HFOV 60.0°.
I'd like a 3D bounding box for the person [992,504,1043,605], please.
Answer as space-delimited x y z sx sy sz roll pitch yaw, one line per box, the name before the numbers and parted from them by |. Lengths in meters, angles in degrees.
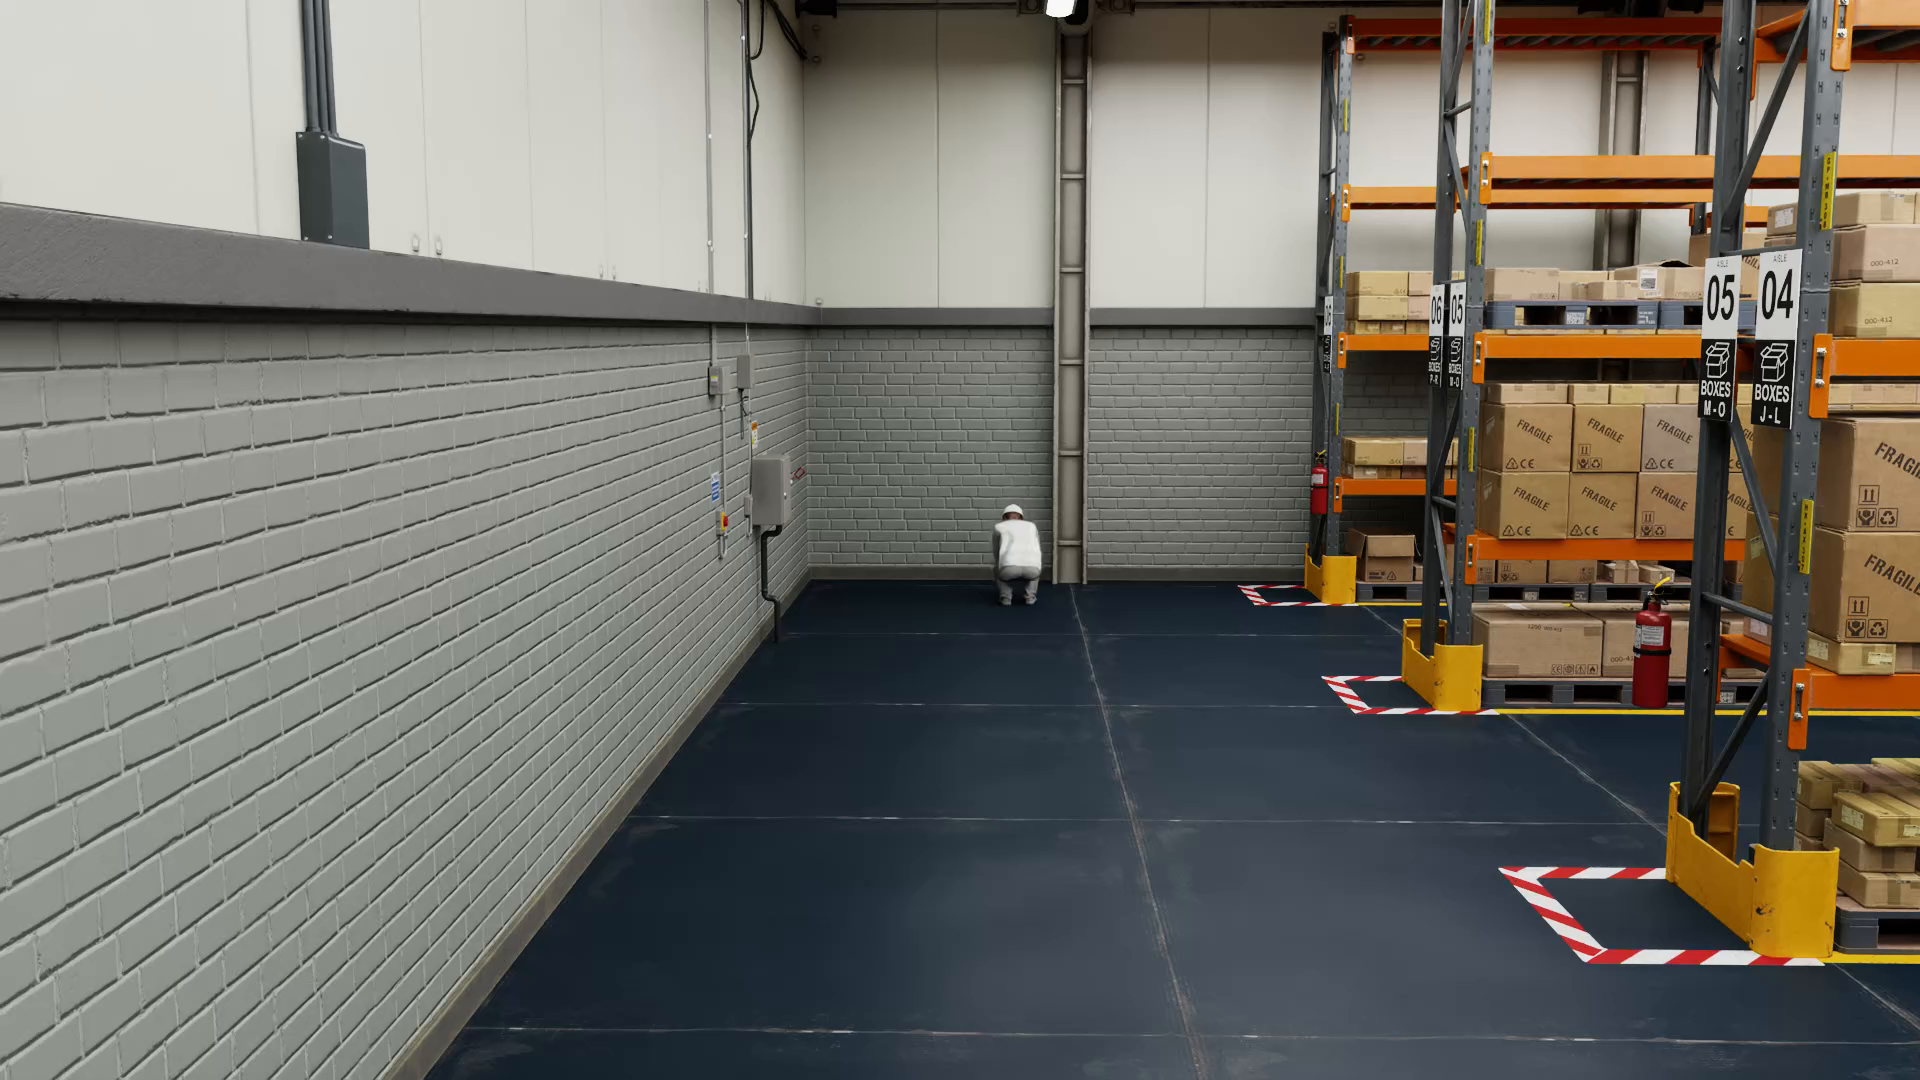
person | 0.607 0.155 17.530 0.537 1.011 0.848 0 7 1
